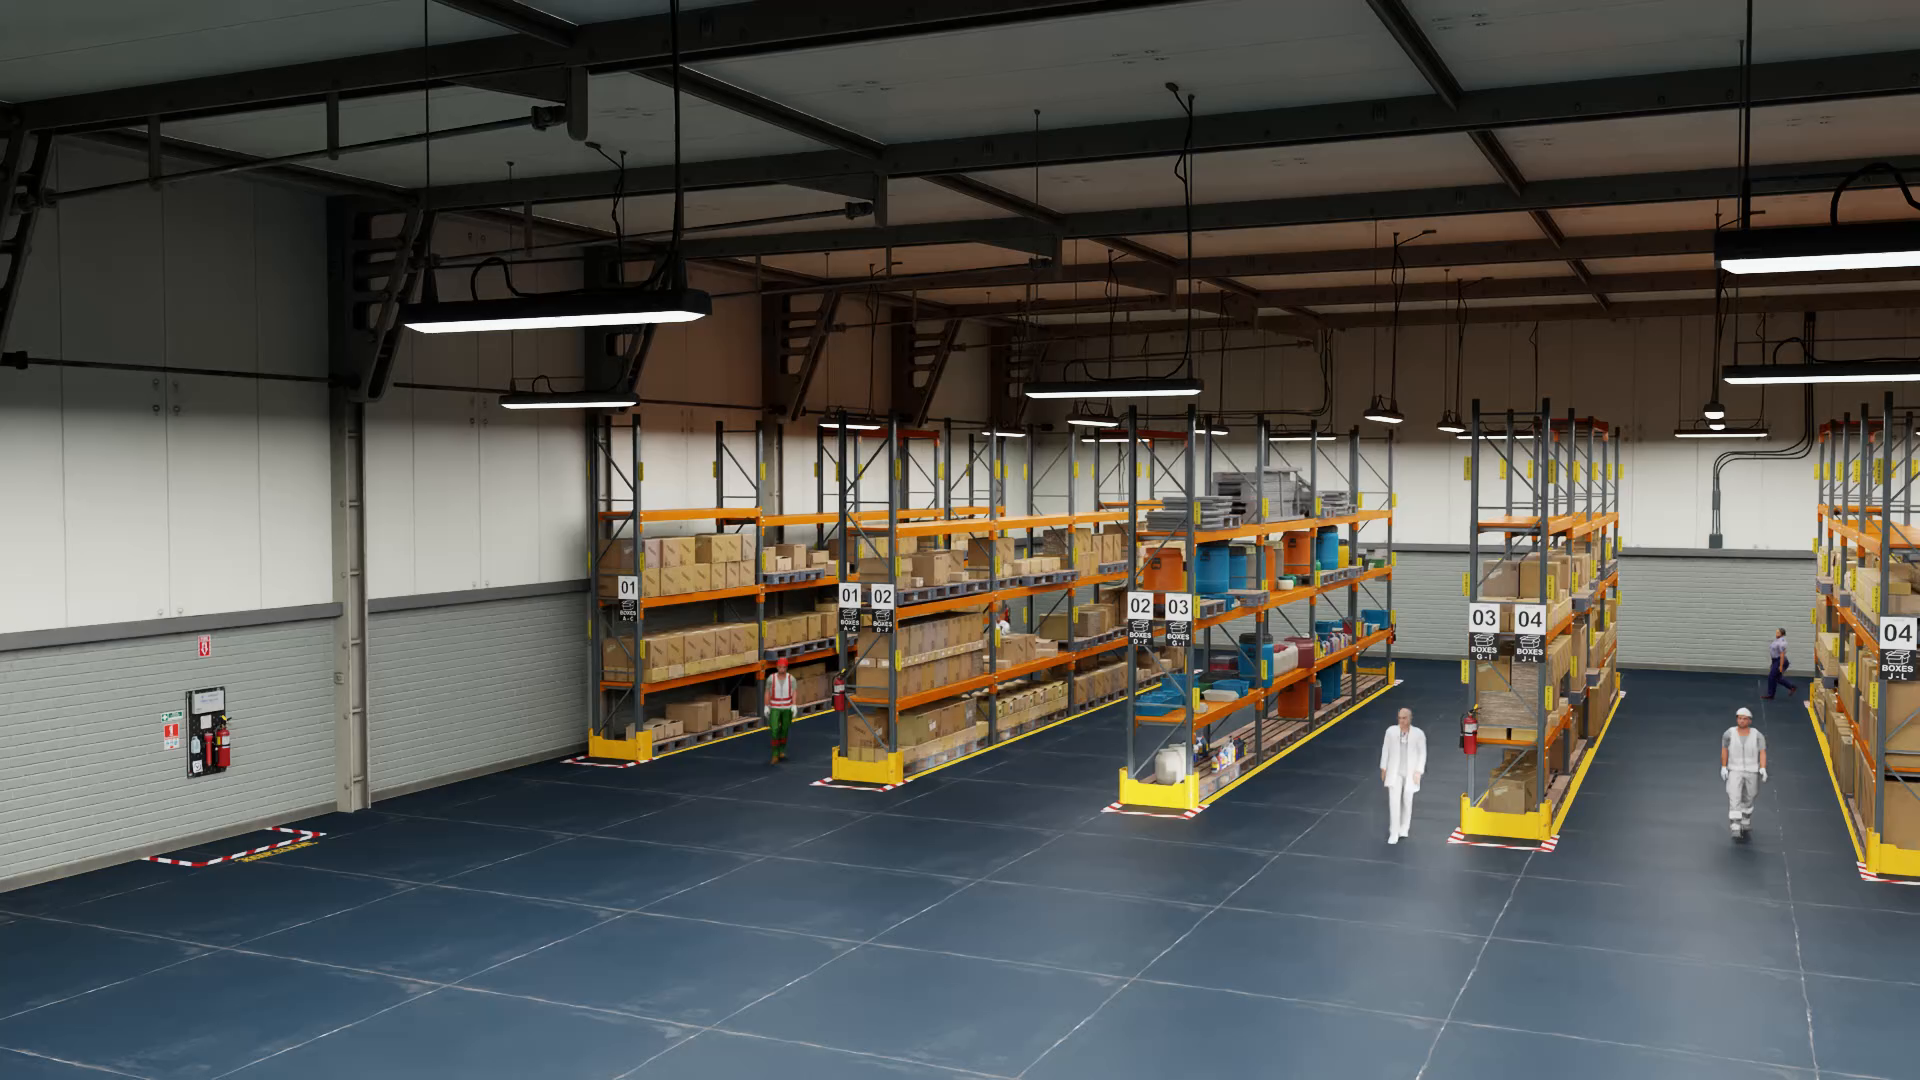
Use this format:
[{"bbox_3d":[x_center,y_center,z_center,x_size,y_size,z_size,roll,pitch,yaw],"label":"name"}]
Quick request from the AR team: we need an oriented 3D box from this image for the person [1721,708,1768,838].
[{"bbox_3d":[10.720,3.170,22.722,0.554,1.735,1.026,1,3,21],"label":"person"}]

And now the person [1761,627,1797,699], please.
[{"bbox_3d":[17.993,2.700,36.403,0.830,1.595,0.524,0,2,4],"label":"person"}]

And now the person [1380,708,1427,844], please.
[{"bbox_3d":[6.024,3.209,22.625,0.627,1.836,0.743,1,2,18],"label":"person"}]

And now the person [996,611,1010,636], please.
[{"bbox_3d":[0.957,2.532,40.090,0.527,1.633,1.025,1,3,29],"label":"person"}]

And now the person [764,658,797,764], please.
[{"bbox_3d":[-3.082,2.922,28.712,0.556,1.771,0.827,-1,2,-17],"label":"person"}]
